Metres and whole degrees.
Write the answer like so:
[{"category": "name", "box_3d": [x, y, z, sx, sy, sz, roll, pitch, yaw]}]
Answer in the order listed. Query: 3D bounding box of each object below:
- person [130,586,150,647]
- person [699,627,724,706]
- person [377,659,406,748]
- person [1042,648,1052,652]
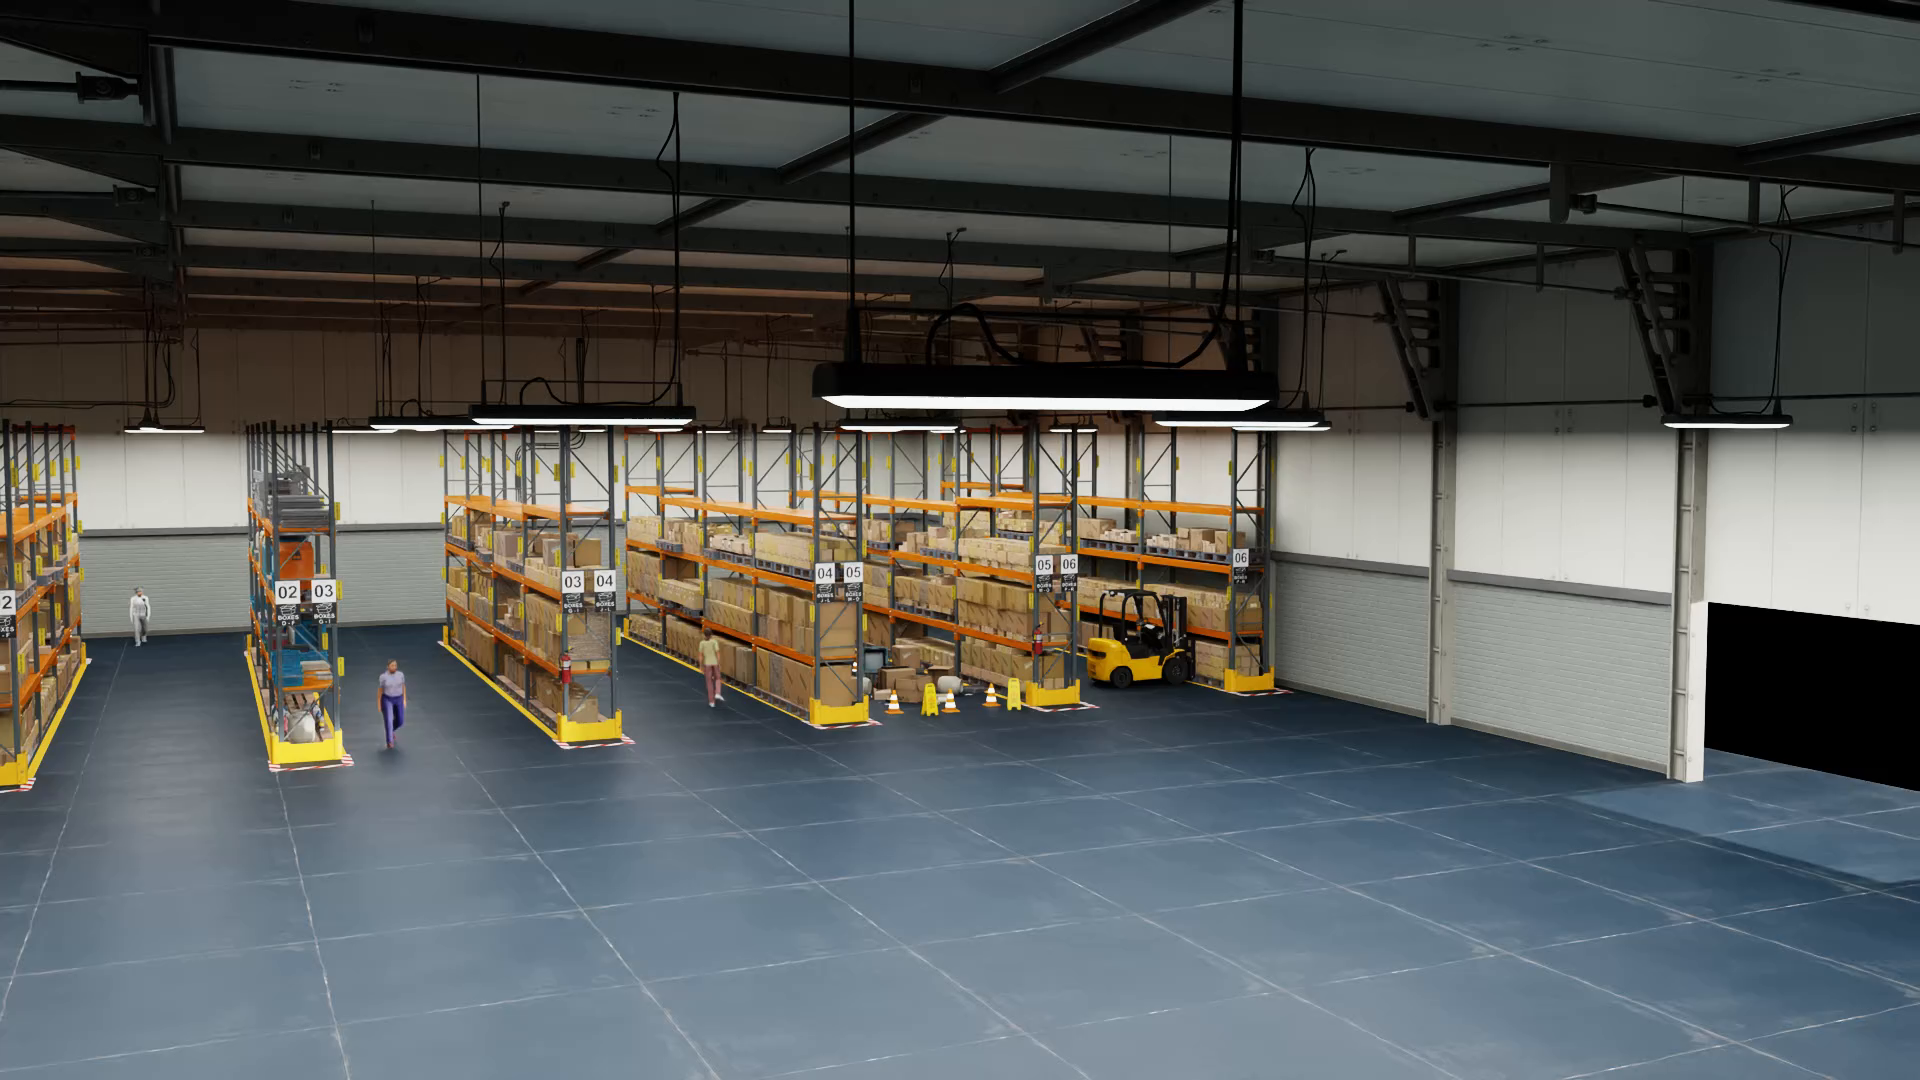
[{"category": "person", "box_3d": [-22.359, 2.058, 45.347, 0.491, 1.631, 0.871, -2, 4, -27]}, {"category": "person", "box_3d": [-5.266, 2.683, 35.231, 0.515, 1.662, 0.472, -1, 4, -16]}, {"category": "person", "box_3d": [-10.519, 2.989, 30.765, 0.514, 1.608, 0.900, -3, 5, -40]}, {"category": "person", "box_3d": [1.984, 2.396, 39.840, 0.640, 1.685, 0.789, -1, 4, -22]}]
